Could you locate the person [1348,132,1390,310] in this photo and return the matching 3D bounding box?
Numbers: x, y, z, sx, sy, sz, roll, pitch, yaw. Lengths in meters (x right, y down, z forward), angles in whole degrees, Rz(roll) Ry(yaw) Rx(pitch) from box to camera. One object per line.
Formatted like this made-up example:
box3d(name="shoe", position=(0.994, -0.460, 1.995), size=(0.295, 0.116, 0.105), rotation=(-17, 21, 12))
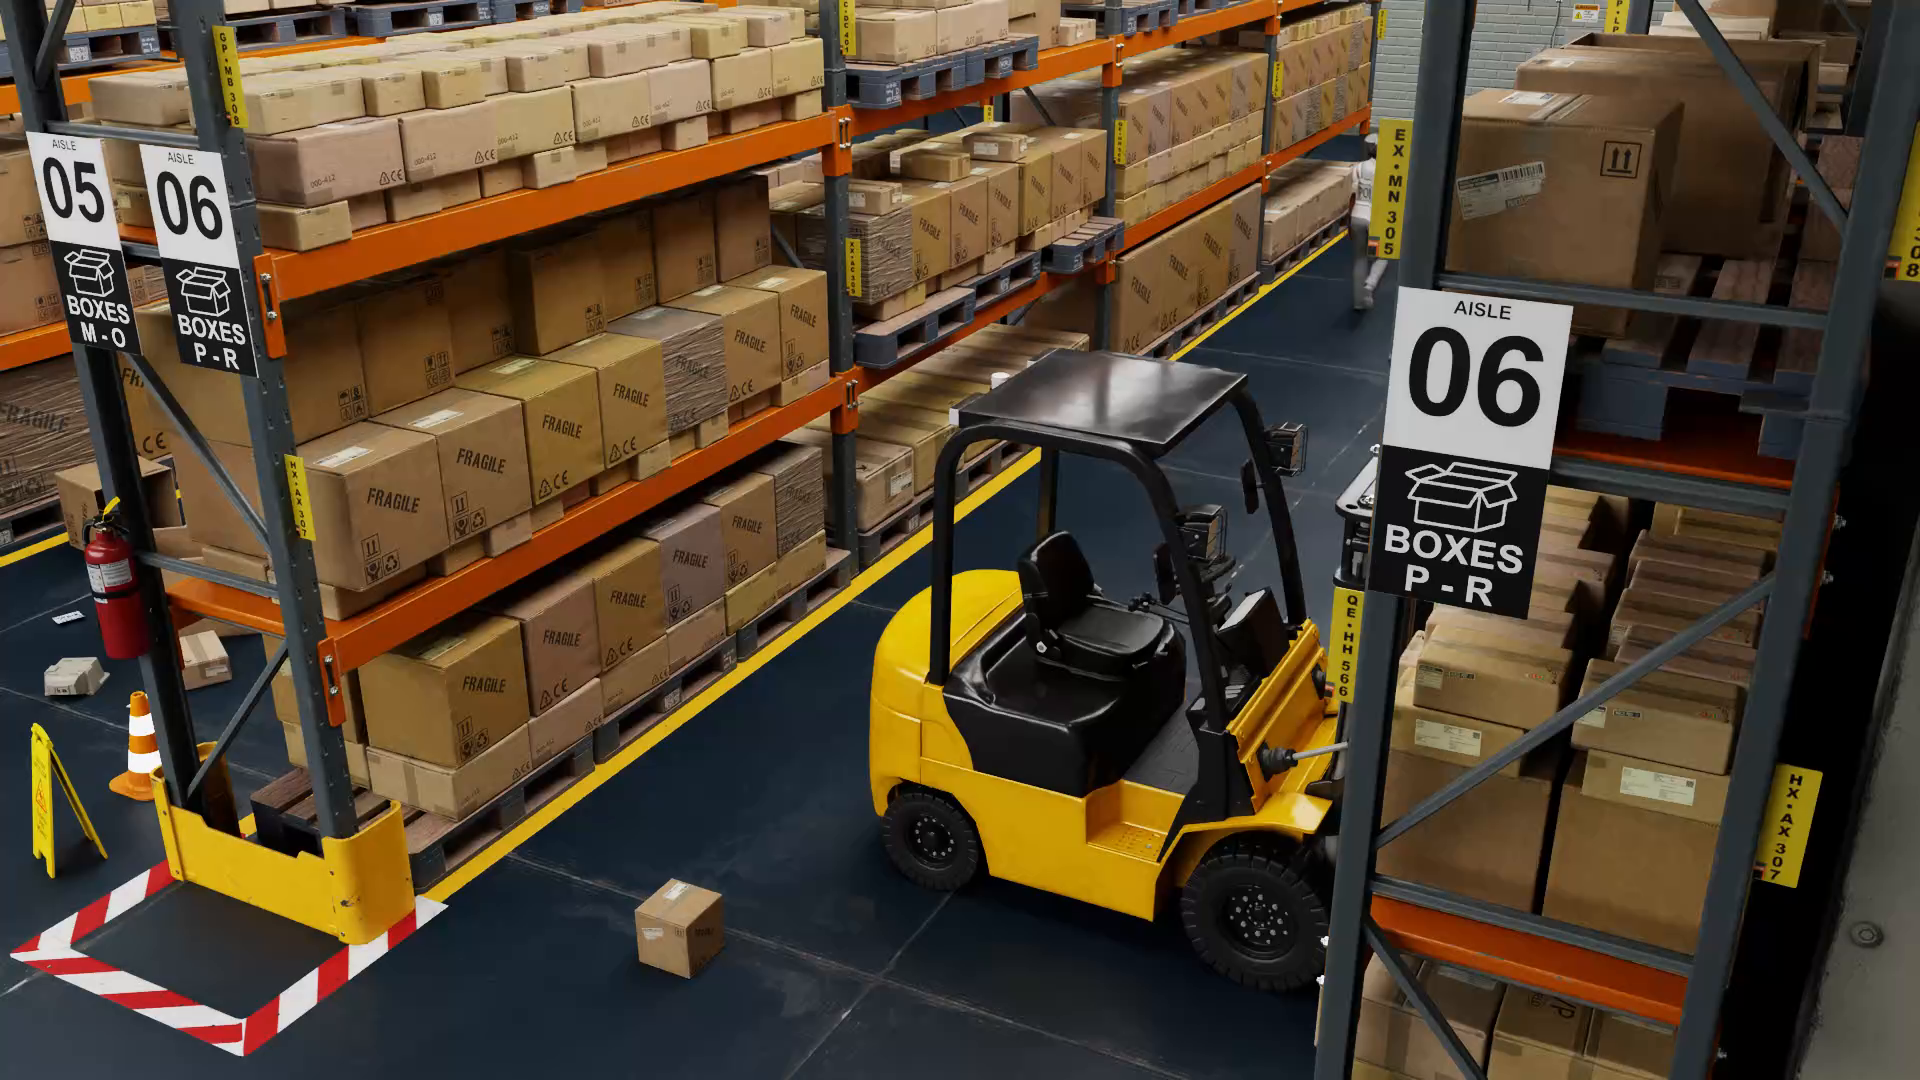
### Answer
box3d(name="person", position=(3.856, -2.957, 15.556), size=(0.480, 1.657, 0.553), rotation=(10, 25, 21))
